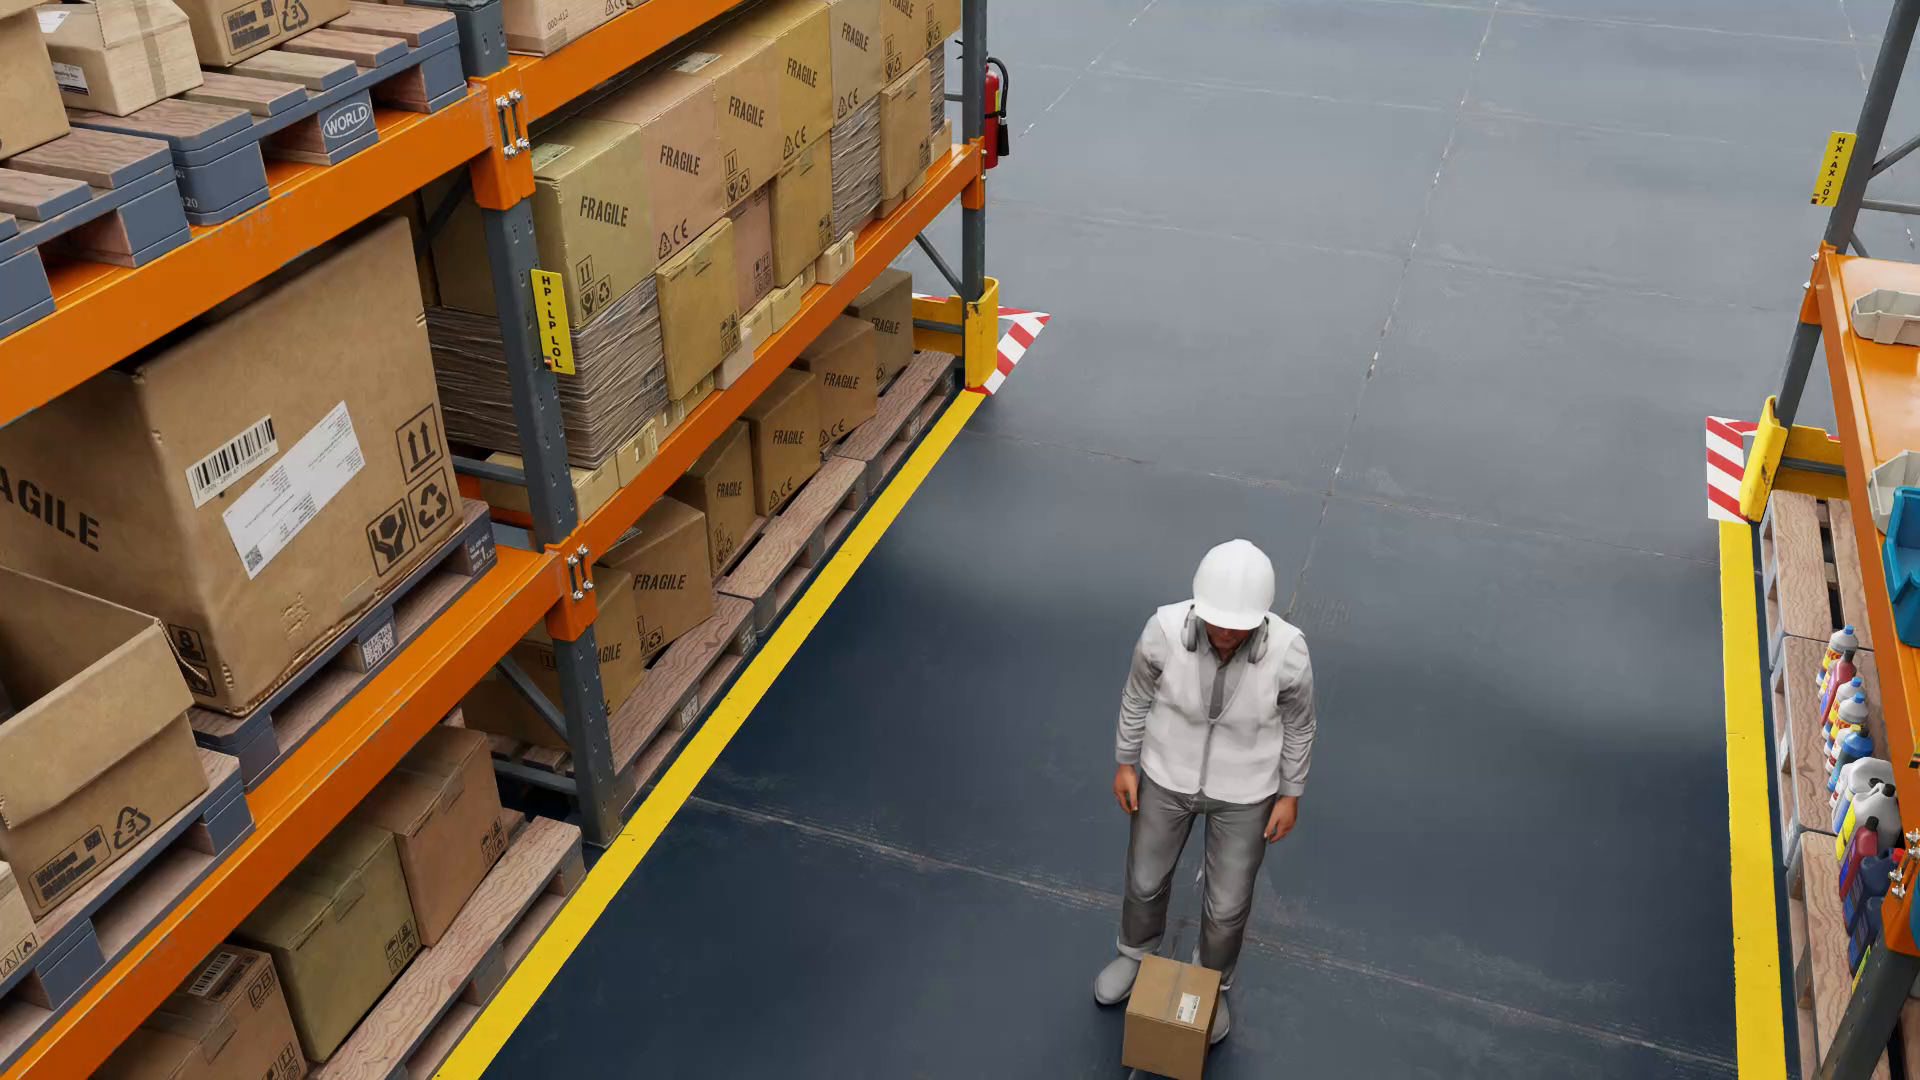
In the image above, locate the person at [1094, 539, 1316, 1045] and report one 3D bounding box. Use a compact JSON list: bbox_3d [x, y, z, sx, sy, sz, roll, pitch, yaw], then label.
[{"bbox_3d":[0.745,0.729,5.000,0.579,1.766,0.475,10,34,14],"label":"person"}]
